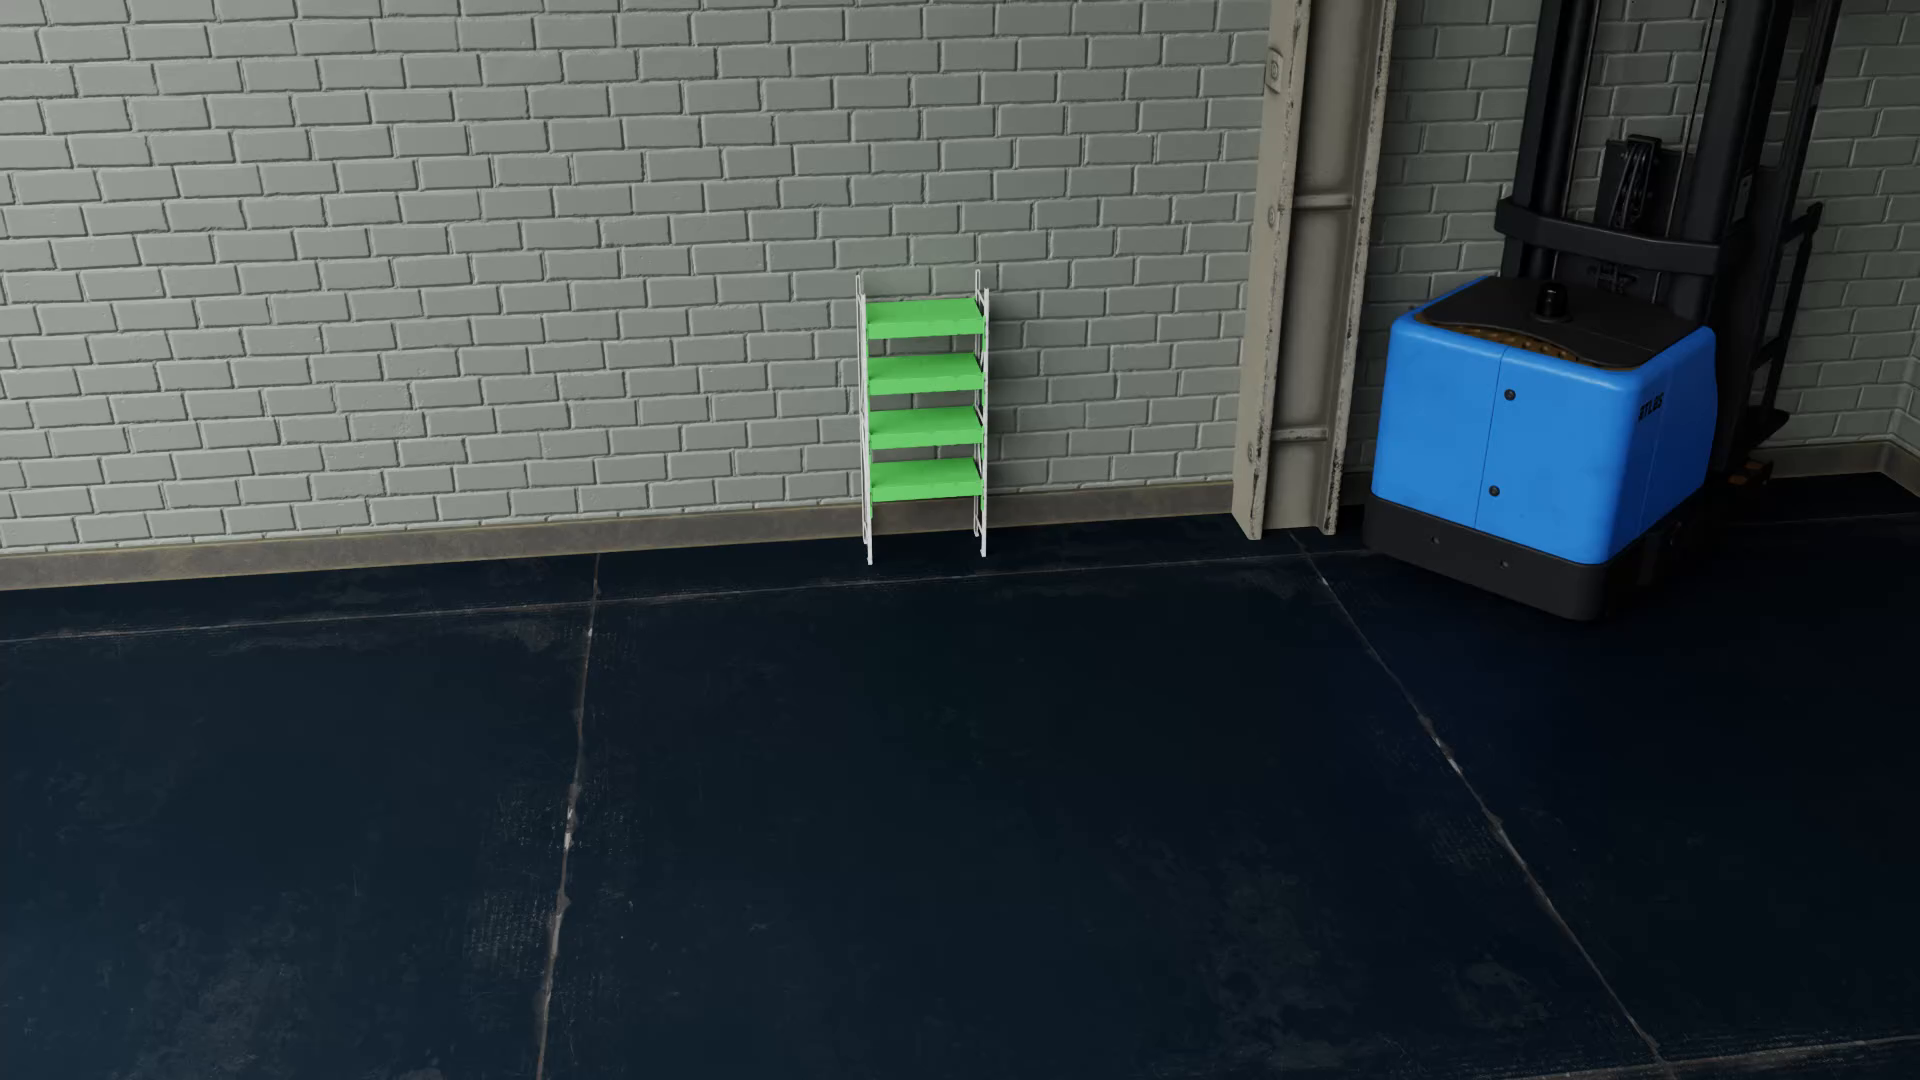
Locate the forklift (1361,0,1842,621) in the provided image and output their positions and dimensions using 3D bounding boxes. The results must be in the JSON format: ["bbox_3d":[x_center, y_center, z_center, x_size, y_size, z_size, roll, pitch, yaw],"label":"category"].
[{"bbox_3d":[3.076,-1.575,7.108,1.130,2.935,3.031,23,35,37],"label":"forklift"}]

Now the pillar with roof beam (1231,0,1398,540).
[{"bbox_3d":[2.036,-2.140,1.564,0.400,9.000,9.100,-4,27,-7],"label":"pillar with roof beam"}]

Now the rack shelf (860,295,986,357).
[{"bbox_3d":[-0.153,-0.863,6.702,0.480,0.148,0.258,-4,28,-8],"label":"rack shelf"}]

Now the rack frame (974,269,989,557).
[{"bbox_3d":[0.087,-0.513,6.931,0.015,1.200,0.240,-4,28,-8],"label":"rack frame"}]

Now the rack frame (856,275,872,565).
[{"bbox_3d":[-0.395,-0.480,6.866,0.015,1.200,0.240,-4,28,-8],"label":"rack frame"}]

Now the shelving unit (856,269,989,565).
[{"bbox_3d":[-0.154,-0.497,6.898,0.503,1.200,0.258,-4,28,-8],"label":"shelving unit"}]

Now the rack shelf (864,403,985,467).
[{"bbox_3d":[-0.154,-0.441,6.929,0.480,0.148,0.258,-4,28,-8],"label":"rack shelf"}]

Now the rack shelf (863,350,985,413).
[{"bbox_3d":[-0.154,-0.652,6.815,0.480,0.148,0.258,-4,28,-8],"label":"rack shelf"}]

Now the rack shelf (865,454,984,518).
[{"bbox_3d":[-0.155,-0.229,7.042,0.480,0.148,0.258,-4,28,-8],"label":"rack shelf"}]
